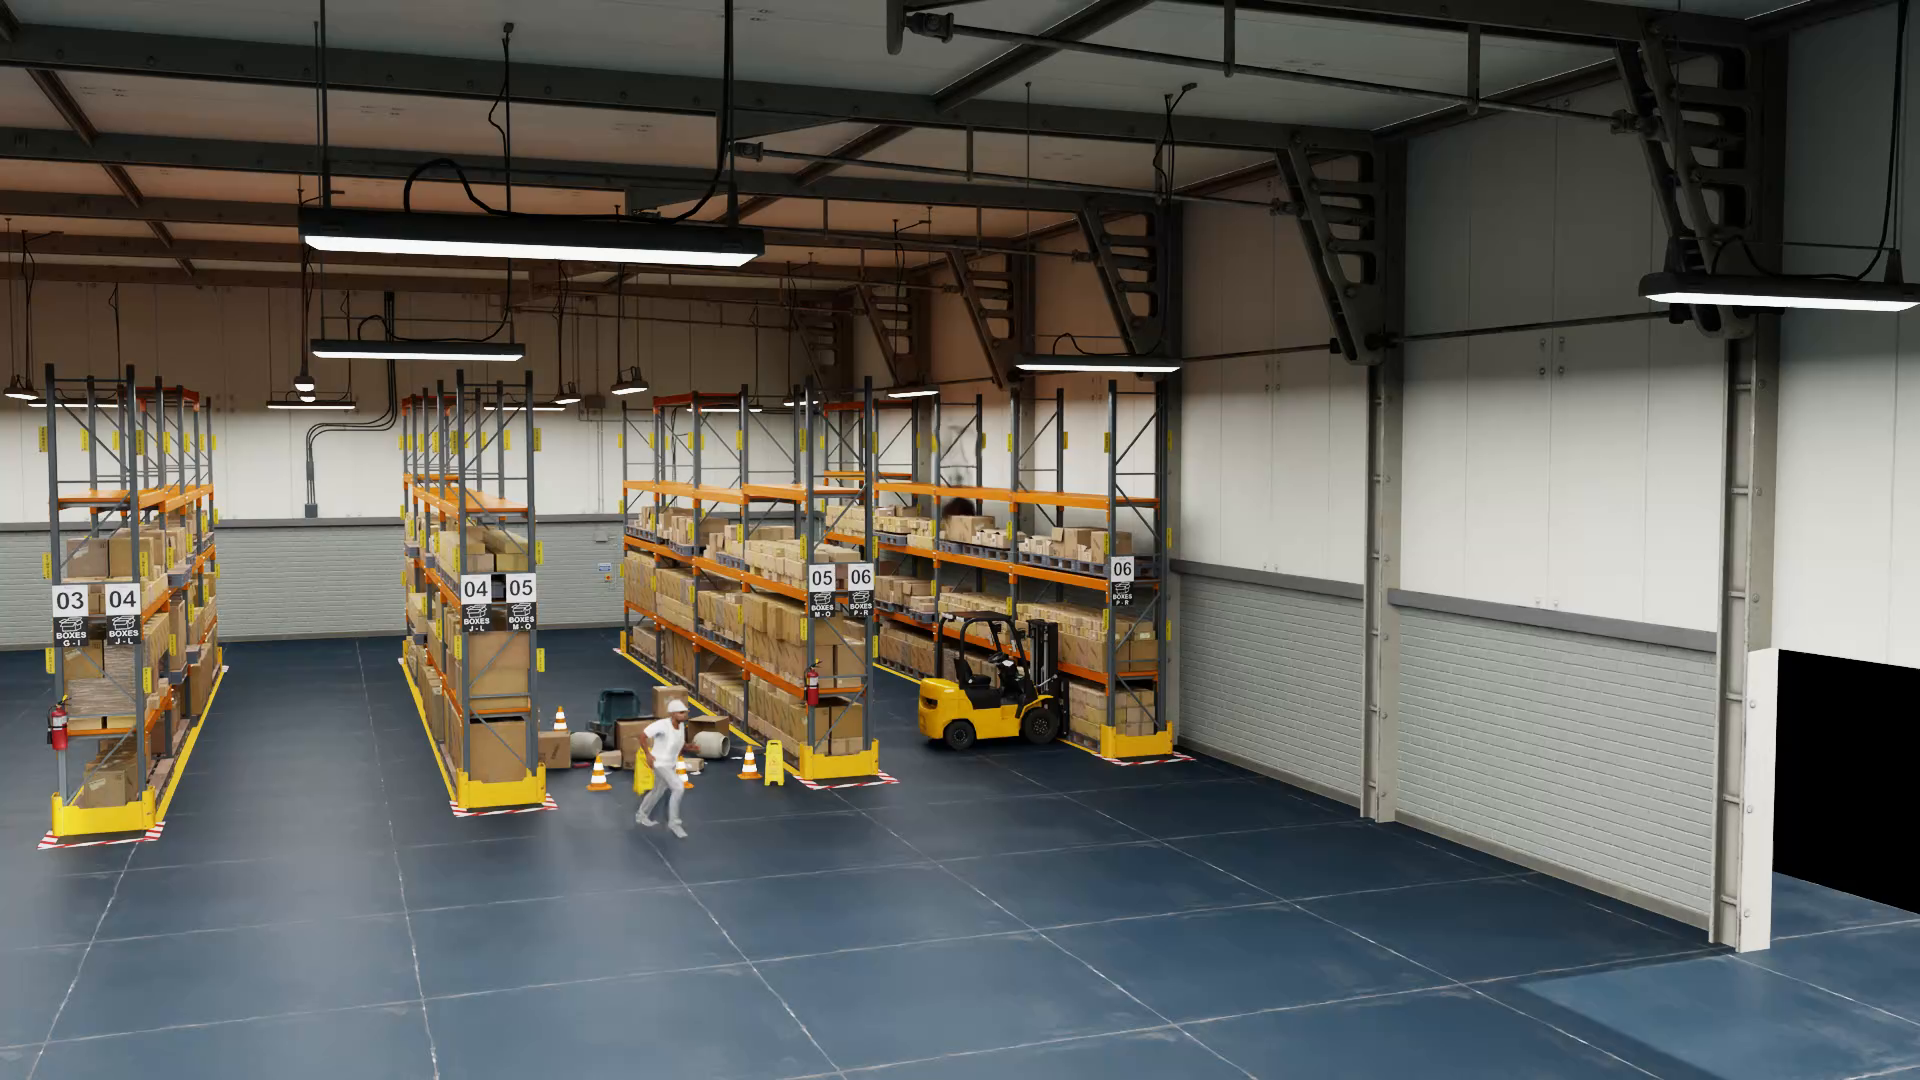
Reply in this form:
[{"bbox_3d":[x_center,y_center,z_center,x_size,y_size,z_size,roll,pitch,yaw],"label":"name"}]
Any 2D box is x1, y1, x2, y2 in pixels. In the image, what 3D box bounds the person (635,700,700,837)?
[{"bbox_3d":[-3.812,2.914,21.292,0.899,1.758,0.706,1,4,22],"label":"person"}]
